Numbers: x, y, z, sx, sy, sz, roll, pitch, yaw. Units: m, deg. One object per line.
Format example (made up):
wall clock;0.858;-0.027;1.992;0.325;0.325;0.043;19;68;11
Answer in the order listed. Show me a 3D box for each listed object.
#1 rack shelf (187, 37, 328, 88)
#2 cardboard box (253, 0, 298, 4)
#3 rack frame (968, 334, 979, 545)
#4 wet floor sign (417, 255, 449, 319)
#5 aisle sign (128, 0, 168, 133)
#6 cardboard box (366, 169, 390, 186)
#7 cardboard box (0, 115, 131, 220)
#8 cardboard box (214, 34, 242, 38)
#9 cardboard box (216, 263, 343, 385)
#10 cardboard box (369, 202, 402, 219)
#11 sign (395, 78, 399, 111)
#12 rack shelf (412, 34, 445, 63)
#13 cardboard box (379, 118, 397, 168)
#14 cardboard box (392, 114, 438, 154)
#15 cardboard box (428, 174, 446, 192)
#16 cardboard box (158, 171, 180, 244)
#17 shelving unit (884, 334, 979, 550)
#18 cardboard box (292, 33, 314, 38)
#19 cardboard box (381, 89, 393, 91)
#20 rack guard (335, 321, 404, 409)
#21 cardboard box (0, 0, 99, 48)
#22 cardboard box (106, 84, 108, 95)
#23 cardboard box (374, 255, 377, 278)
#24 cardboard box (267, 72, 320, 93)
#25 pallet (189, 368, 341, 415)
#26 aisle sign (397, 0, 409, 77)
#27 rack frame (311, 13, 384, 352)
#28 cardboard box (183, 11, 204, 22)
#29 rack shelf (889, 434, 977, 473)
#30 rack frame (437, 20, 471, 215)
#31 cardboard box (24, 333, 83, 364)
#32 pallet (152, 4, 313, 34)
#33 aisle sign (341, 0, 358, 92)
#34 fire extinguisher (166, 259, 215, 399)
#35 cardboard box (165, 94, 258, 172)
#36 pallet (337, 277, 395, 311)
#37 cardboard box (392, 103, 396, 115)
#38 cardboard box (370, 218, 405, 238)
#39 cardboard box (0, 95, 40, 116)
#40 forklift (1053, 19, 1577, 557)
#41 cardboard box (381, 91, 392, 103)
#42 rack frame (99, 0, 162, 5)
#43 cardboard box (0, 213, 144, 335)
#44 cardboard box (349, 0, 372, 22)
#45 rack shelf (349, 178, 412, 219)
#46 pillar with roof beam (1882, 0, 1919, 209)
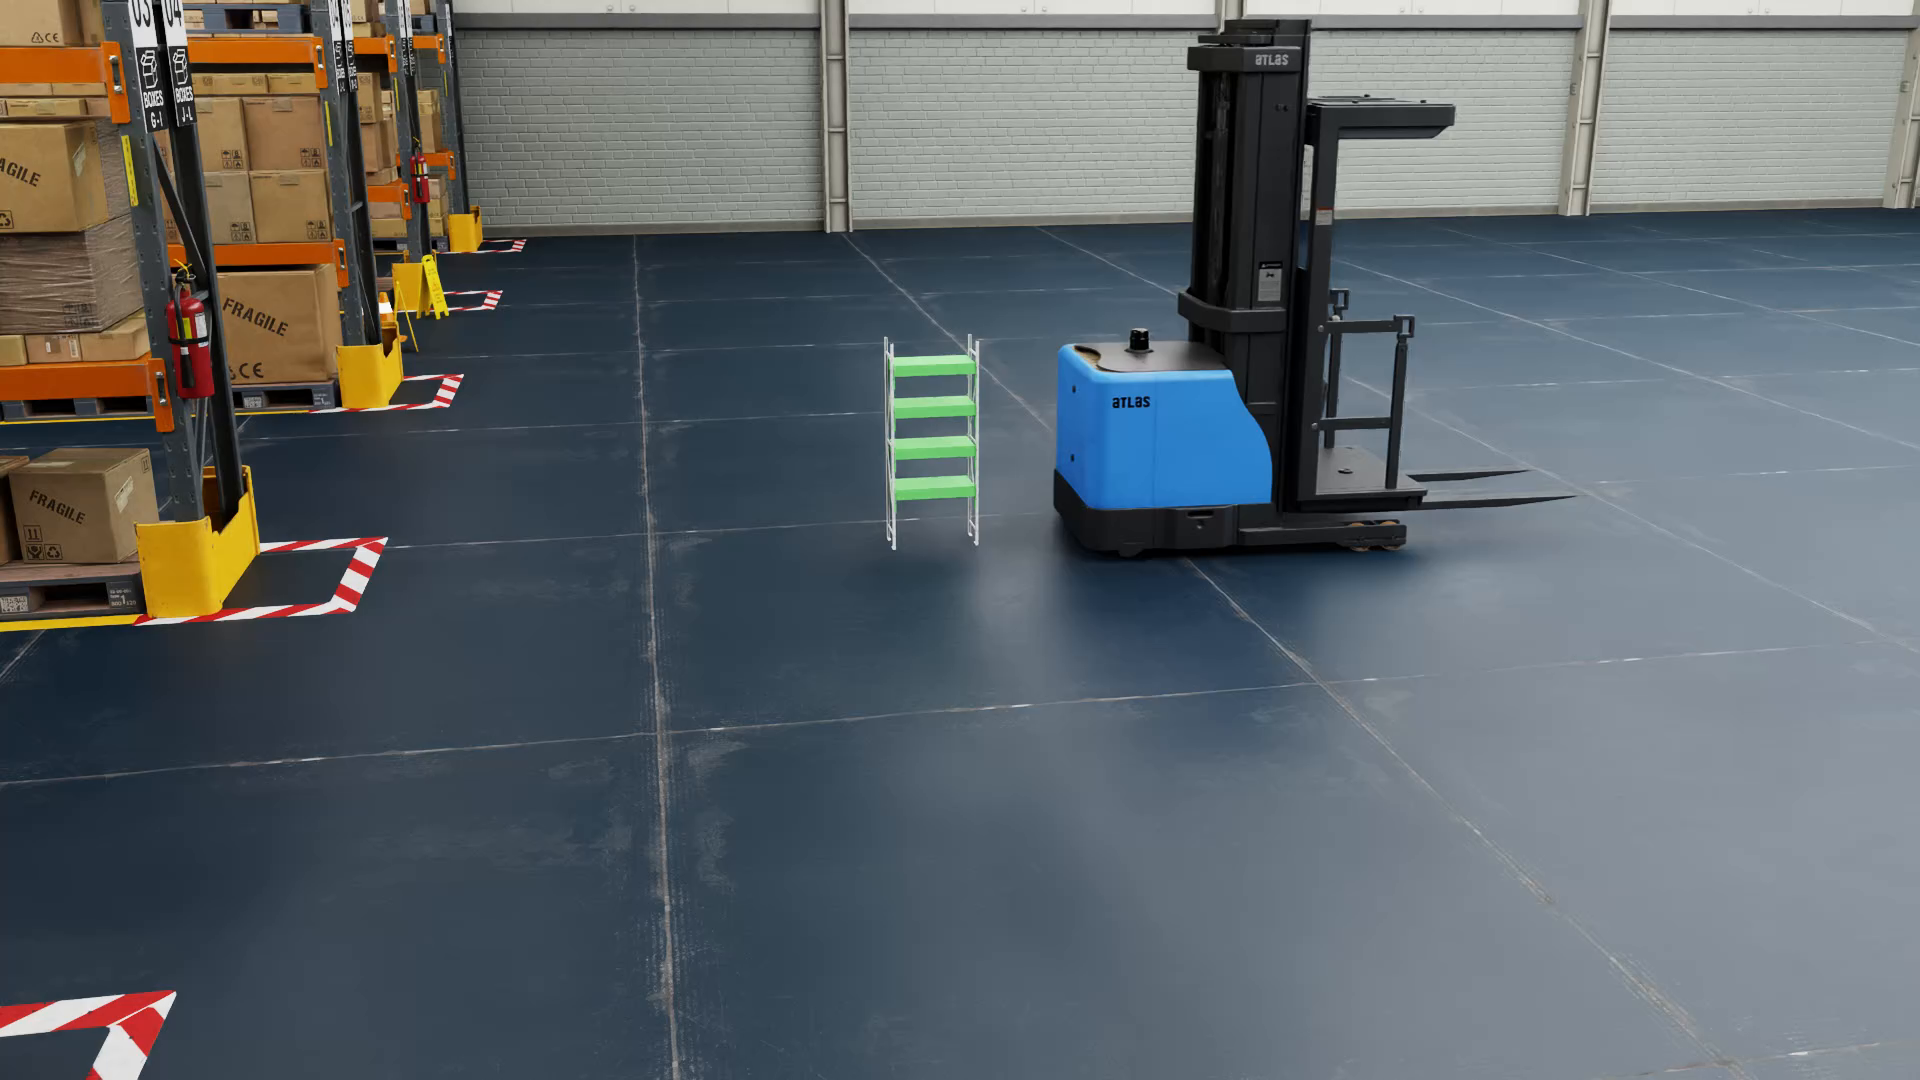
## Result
rack shelf;-6.836;-3.625;12.621;4.000;0.370;1.077;-3;17;-10
cardboard box;-5.134;-4.092;12.460;0.250;0.149;0.380;-3;17;-11
rack frame;0.077;-0.578;9.650;0.015;1.200;0.240;-3;17;-10
wet floor sign;-5.521;-2.644;17.322;0.232;0.644;0.267;3;17;9
aisle sign;-3.912;-2.370;7.993;0.004;0.787;0.394;-3;17;-10
cardboard box;-6.237;-3.865;17.714;0.250;0.149;0.380;-3;17;-9
cardboard box;-4.622;-1.927;8.595;0.500;0.500;0.500;-3;17;-10
cardboard box;-7.470;-5.218;17.009;0.250;0.149;0.380;-4;17;-12
cardboard box;-5.525;-1.774;13.384;0.875;0.875;0.875;-3;17;-10
cardboard box;-7.768;-4.481;22.410;0.500;0.250;0.500;-3;17;-11
sign;-5.825;-4.611;17.205;0.005;0.325;0.100;-3;17;-10
rack shelf;-8.819;-6.477;21.906;4.000;0.370;1.077;-3;17;-10
cardboard box;-6.428;-4.311;18.062;0.500;0.500;0.500;-4;17;-11
cardboard box;-7.289;-5.443;22.253;0.500;0.500;0.500;-4;17;-12
cardboard box;-7.363;-4.890;22.890;0.500;0.250;0.500;-4;17;-11
cardboard box;-6.337;-2.652;13.082;0.550;0.550;0.875;-3;17;-10
shelving unit;-0.163;-0.564;9.606;0.503;1.200;0.258;-3;17;-10
cardboard box;-6.713;-5.252;17.123;0.250;0.149;0.380;-3;17;-9
cardboard box;-7.746;-6.018;22.513;0.250;0.149;0.380;-3;17;-9
rack guard;-4.848;-1.453;13.690;0.348;0.500;1.175;-3;17;-10
cardboard box;-4.455;-2.473;7.900;0.500;0.250;0.500;-3;17;-9
cardboard box;-8.361;-4.517;17.029;0.500;0.500;0.700;-4;17;-12
cardboard box;-6.755;-2.989;18.401;0.500;0.250;0.500;-3;17;-11
cardboard box;-6.869;-4.618;17.358;0.500;0.500;0.700;-3;17;-10
pallet;-5.642;-1.246;13.509;1.213;0.211;1.003;-3;17;-10
aisle sign;-5.794;-5.230;17.303;0.004;0.787;0.394;-3;17;-10
rack frame;-4.872;-2.646;13.318;0.127;3.000;1.000;-3;17;-10
cardboard box;-7.859;-5.379;16.856;0.500;0.250;0.500;-3;17;-10
rack shelf;-0.163;-0.503;9.624;0.480;0.148;0.258;-3;17;-10
rack frame;-6.855;-5.498;22.604;0.127;3.000;1.000;-3;17;-10
cardboard box;-4.516;-1.001;8.391;0.250;0.149;0.380;-3;17;-10
pallet;-5.598;-3.993;12.746;1.213;0.211;1.003;-3;17;-10
aisle sign;-4.859;-3.979;13.231;0.004;0.787;0.394;-3;17;-10
fire extinguisher;-3.830;-1.047;8.244;0.183;0.674;0.296;-3;17;-10
cardboard box;-5.766;-3.167;12.920;0.550;0.550;0.875;-3;17;-10
pallet;-6.789;-2.695;18.227;1.213;0.211;1.003;-3;17;-10
cardboard box;-7.388;-5.733;22.094;0.250;0.149;0.380;-3;17;-10
cardboard box;-7.747;-4.242;22.483;0.500;0.250;0.500;-3;17;-10
cardboard box;-7.356;-3.076;12.625;0.550;0.550;0.875;-3;17;-10
forklift;2.137;-1.484;9.651;3.031;2.935;1.130;-3;17;-8
cardboard box;-7.655;-5.872;22.041;0.250;0.149;0.380;-3;17;-9
rack frame;-4.030;-4.078;7.764;0.127;3.000;1.000;-3;17;-10
cardboard box;-4.575;-1.378;8.512;0.500;0.500;0.875;-3;17;-10
cardboard box;-6.361;-5.466;17.138;0.500;0.250;0.500;-3;17;-11
rack shelf;-7.874;-3.612;17.689;4.000;0.370;1.077;-3;17;-10
pillar with roof beam;16.671;-8.683;22.754;0.400;9.000;9.100;-3;17;-10
